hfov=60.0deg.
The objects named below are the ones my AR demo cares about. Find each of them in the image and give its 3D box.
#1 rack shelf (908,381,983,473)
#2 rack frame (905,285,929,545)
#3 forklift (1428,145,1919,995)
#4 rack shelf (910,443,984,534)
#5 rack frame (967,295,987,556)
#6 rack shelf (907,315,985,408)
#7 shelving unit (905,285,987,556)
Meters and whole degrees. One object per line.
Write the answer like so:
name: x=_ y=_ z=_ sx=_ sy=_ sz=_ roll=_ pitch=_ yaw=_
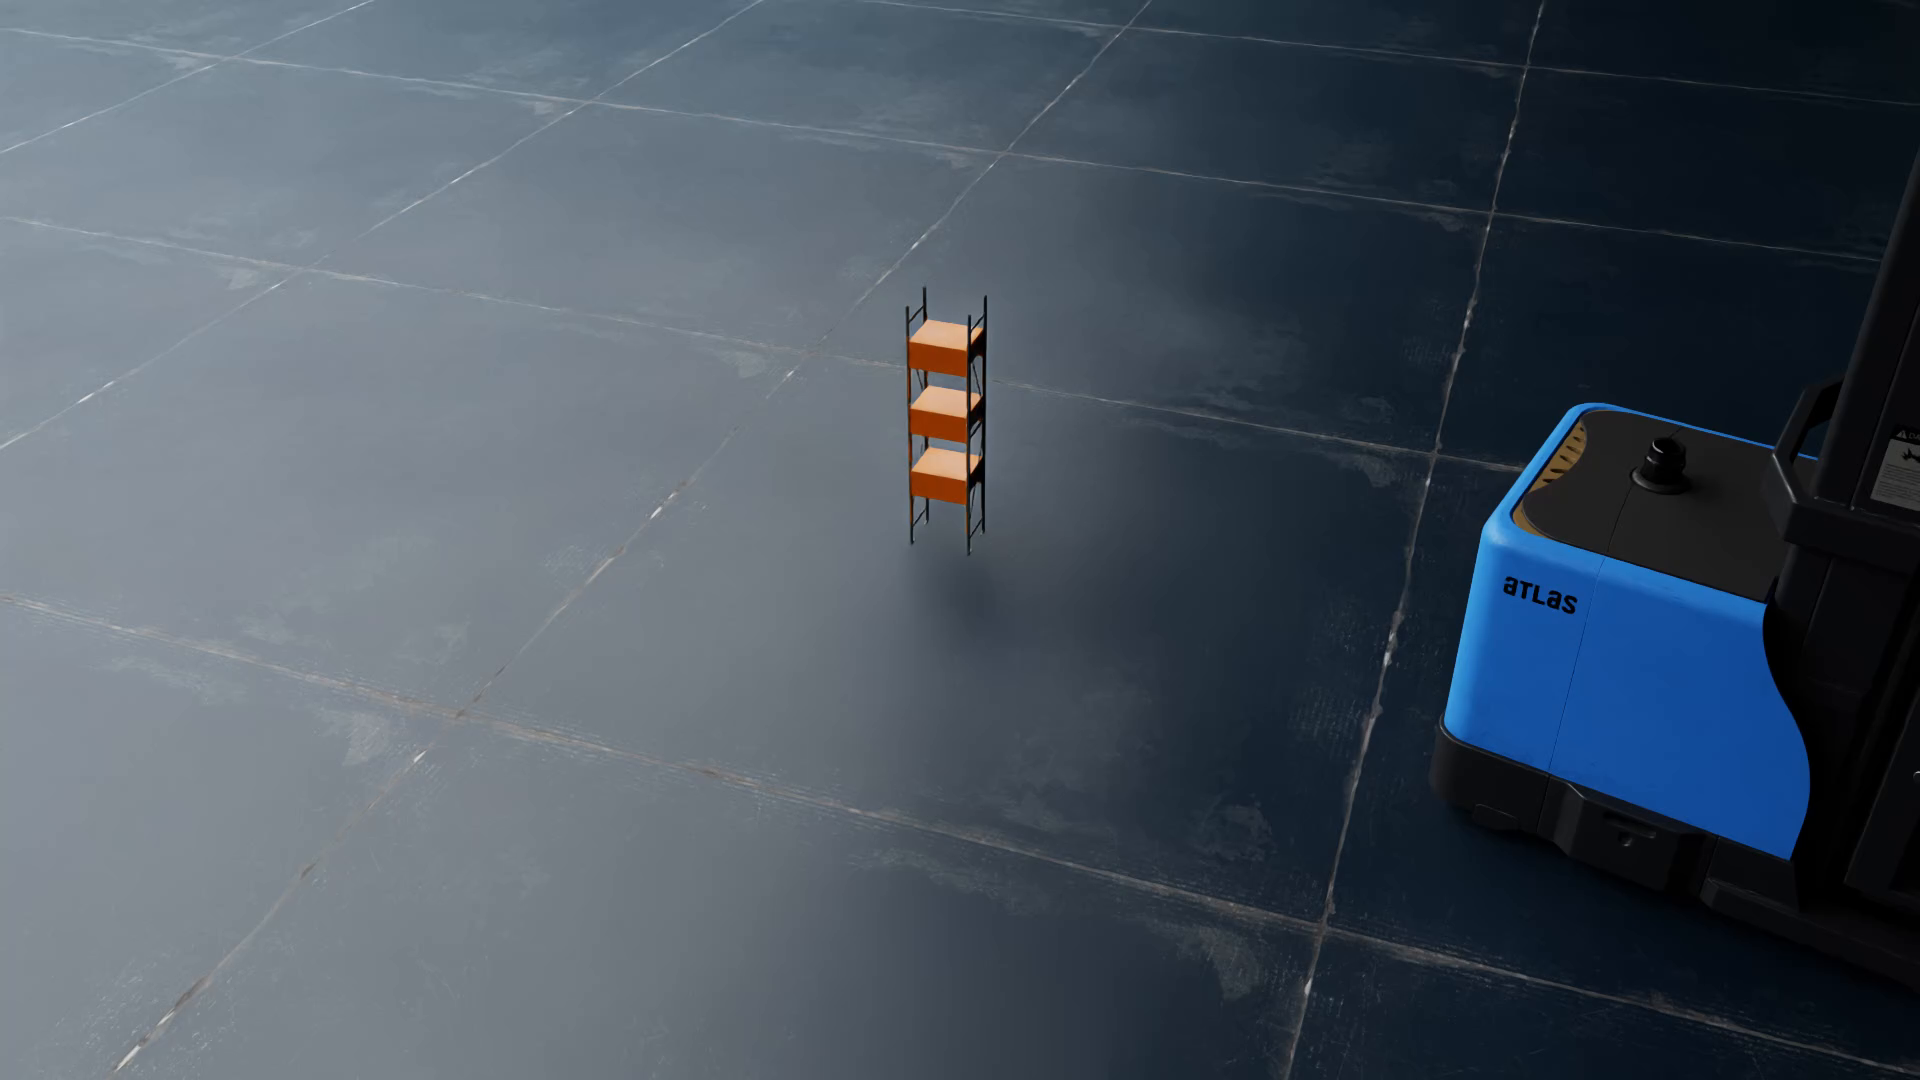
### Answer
rack shelf: x=-0.050 y=-0.442 z=6.486 sx=0.240 sy=0.259 sz=0.215 roll=11 pitch=34 yaw=16
rack frame: x=-0.165 y=-0.473 z=6.515 sx=0.008 sy=1.050 sz=0.200 roll=11 pitch=34 yaw=16
forklift: x=3.032 y=-0.148 z=4.277 sx=3.031 sy=2.935 sz=1.130 roll=20 pitch=38 yaw=28
rack shelf: x=-0.050 y=-0.208 z=6.637 sx=0.240 sy=0.259 sz=0.215 roll=11 pitch=34 yaw=16
rack frame: x=0.064 y=-0.429 z=6.446 sx=0.008 sy=1.050 sz=0.200 roll=11 pitch=34 yaw=16
rack shelf: x=-0.050 y=-0.680 z=6.332 sx=0.240 sy=0.259 sz=0.215 roll=11 pitch=34 yaw=16
shelving unit: x=-0.050 y=-0.451 z=6.480 sx=0.252 sy=1.050 sz=0.215 roll=11 pitch=34 yaw=16
